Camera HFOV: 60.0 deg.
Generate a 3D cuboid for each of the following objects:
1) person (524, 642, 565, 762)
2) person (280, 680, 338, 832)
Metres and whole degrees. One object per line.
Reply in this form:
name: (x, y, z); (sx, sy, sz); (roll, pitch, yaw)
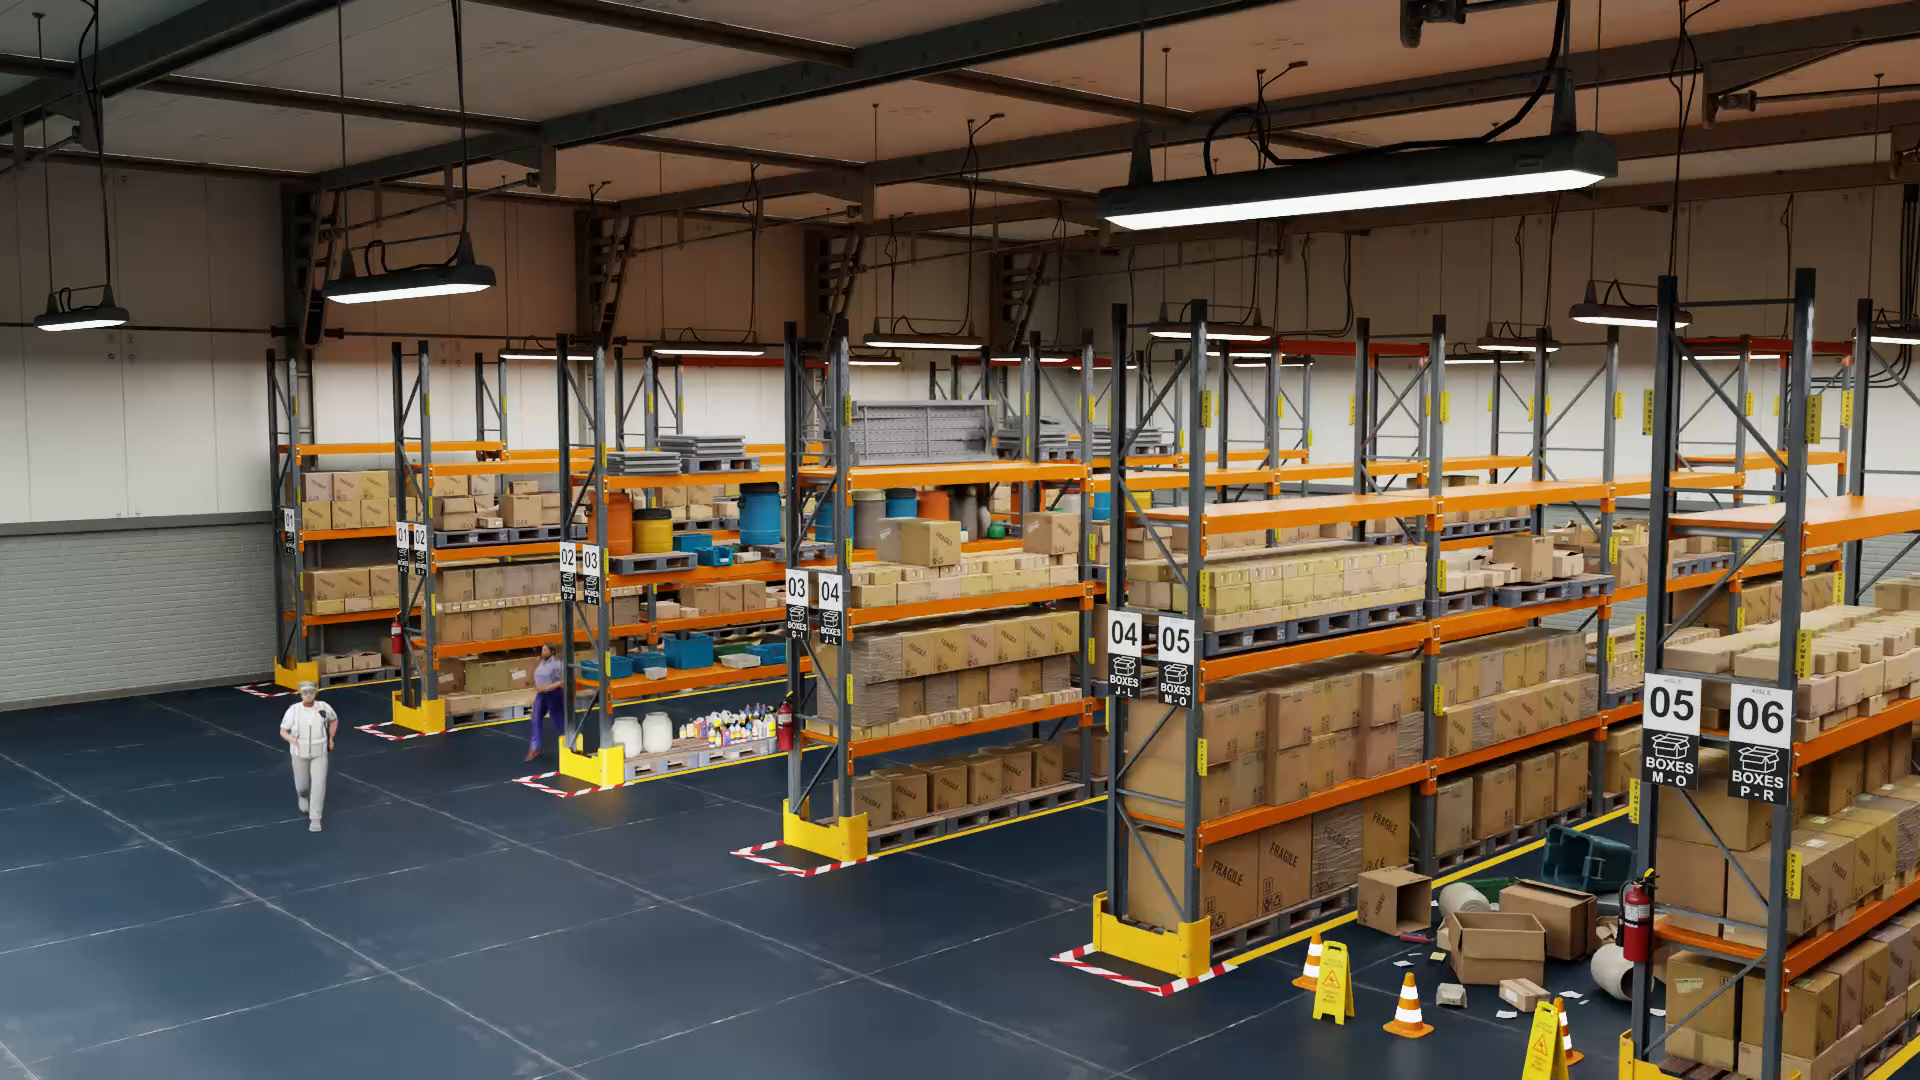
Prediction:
person: (-5.841, 2.298, 23.776); (0.609, 1.672, 0.855); (3, 6, 32)
person: (-7.804, 2.553, 19.986); (0.663, 1.767, 0.923); (-2, 5, -23)
